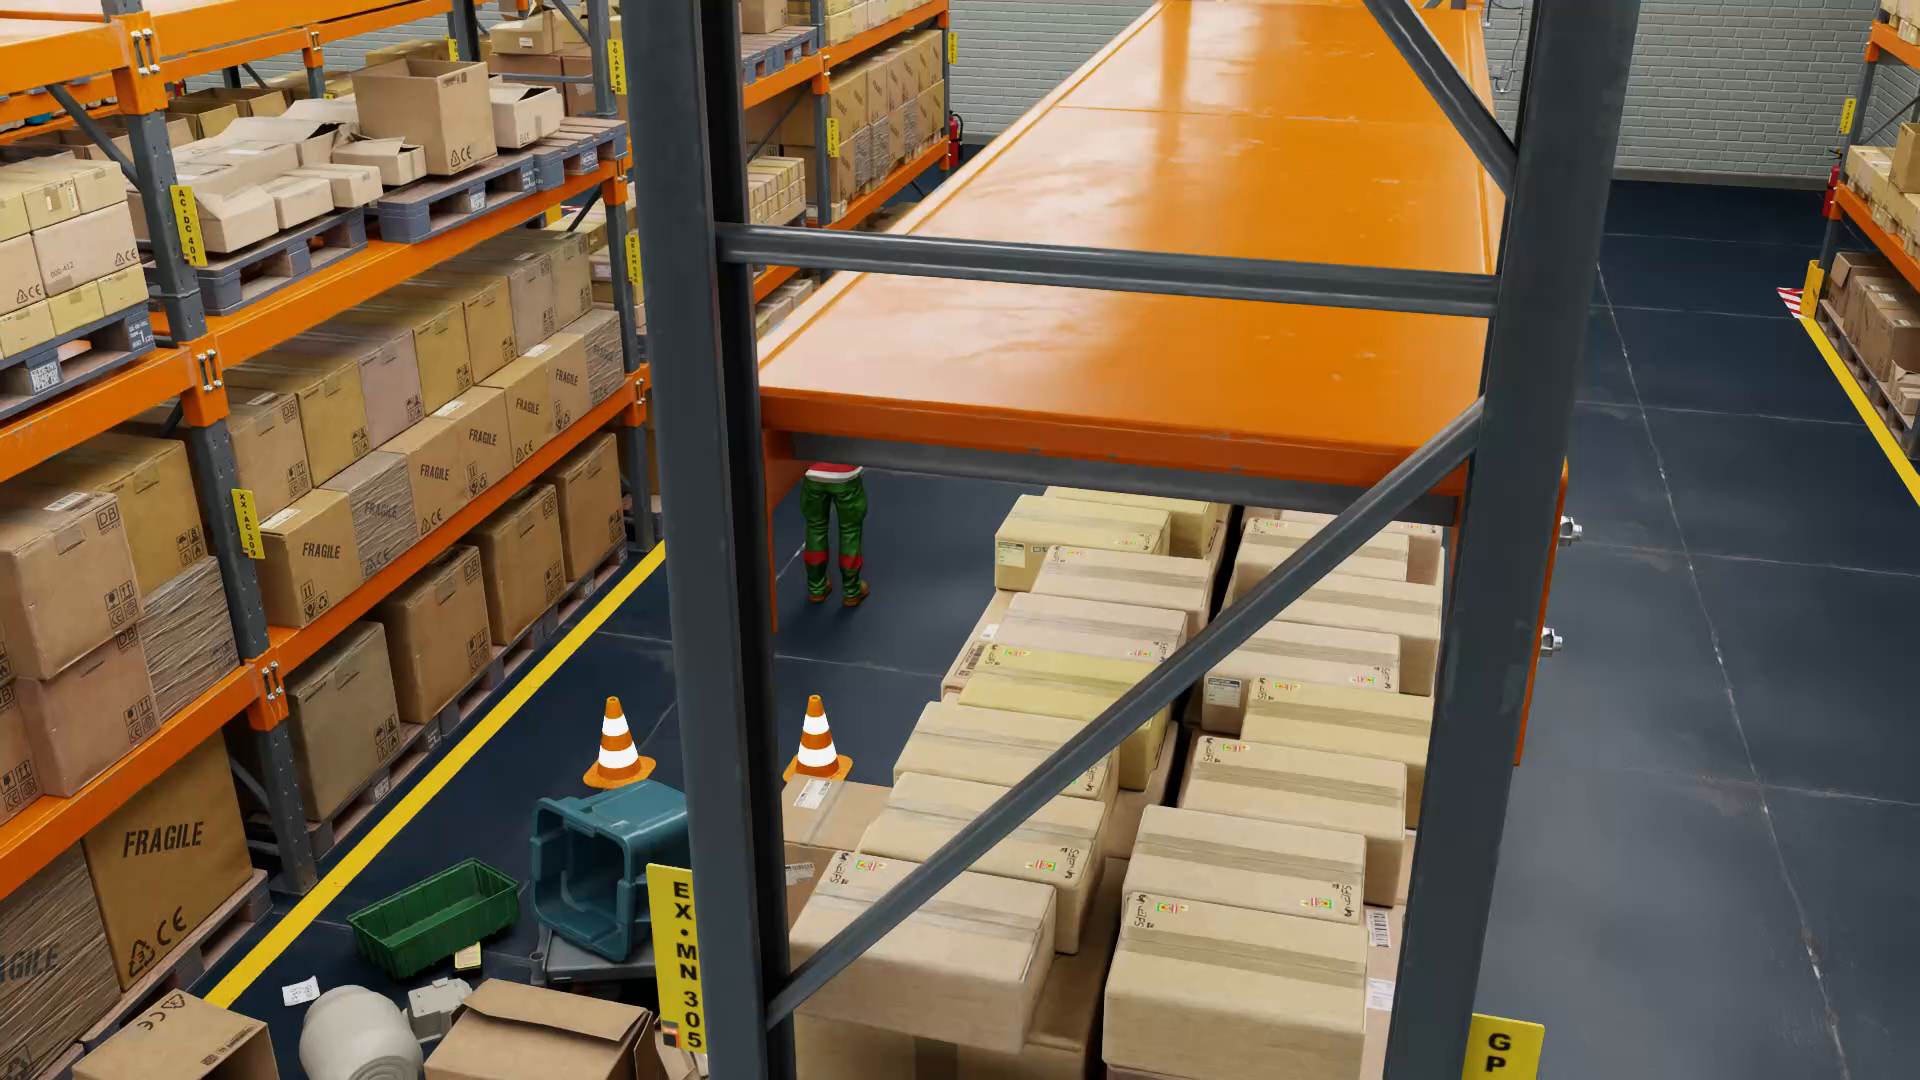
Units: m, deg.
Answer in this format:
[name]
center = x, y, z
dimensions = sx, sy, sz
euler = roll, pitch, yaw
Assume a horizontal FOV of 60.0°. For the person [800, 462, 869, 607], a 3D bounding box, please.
[person]
center = -0.810, -0.350, 10.740
dimensions = 0.494, 1.529, 0.561
euler = 7, 26, 14
